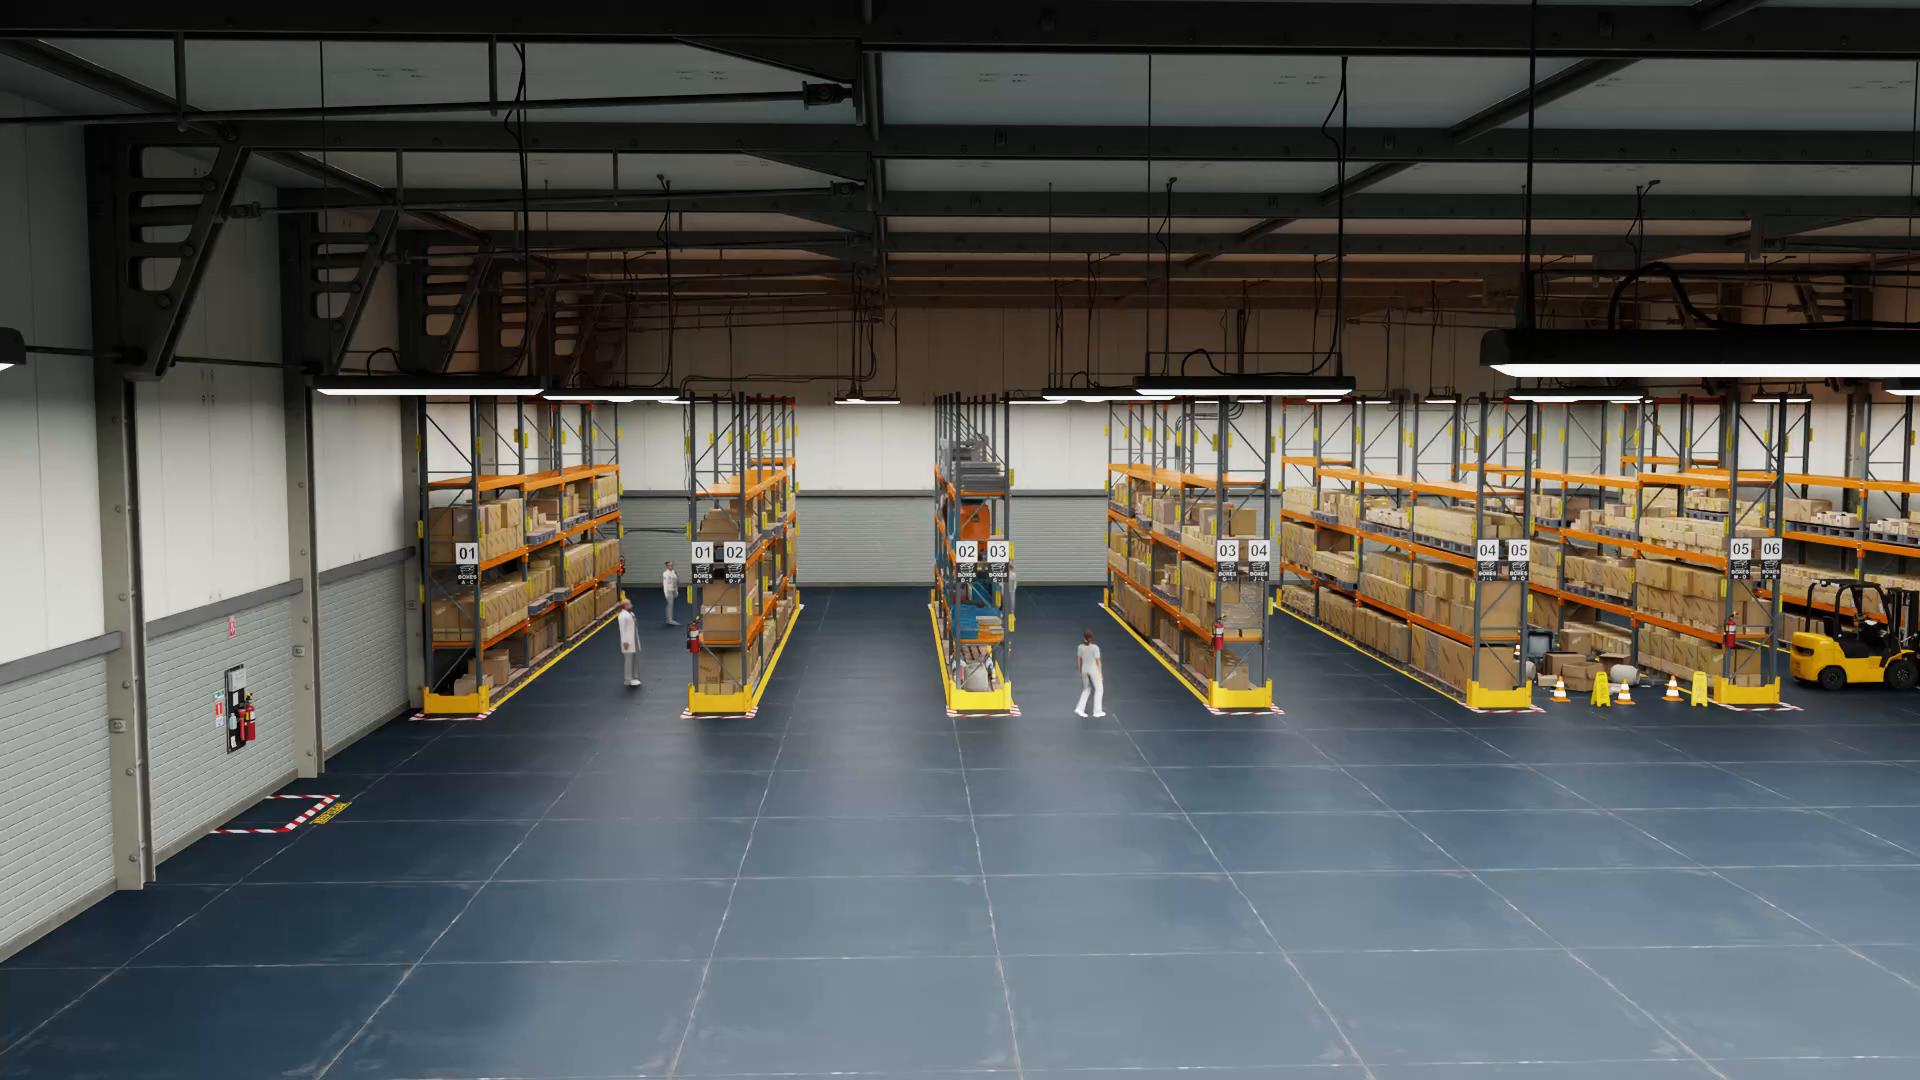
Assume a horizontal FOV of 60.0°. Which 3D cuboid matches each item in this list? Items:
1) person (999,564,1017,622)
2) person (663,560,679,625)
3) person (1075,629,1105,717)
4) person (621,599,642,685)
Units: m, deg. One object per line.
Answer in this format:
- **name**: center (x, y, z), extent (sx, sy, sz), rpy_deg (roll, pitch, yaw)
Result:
- **person**: center (1.290, 1.398, 44.408), extent (0.468, 1.522, 0.868), rpy_deg (-1, 5, -16)
- **person**: center (-7.592, 1.371, 43.896), extent (0.427, 1.694, 0.505), rpy_deg (1, 5, 8)
- **person**: center (2.430, 2.458, 30.717), extent (0.467, 1.669, 0.556), rpy_deg (4, 6, 40)
- **person**: center (-6.776, 2.215, 34.322), extent (0.472, 1.628, 0.618), rpy_deg (2, 5, 22)
